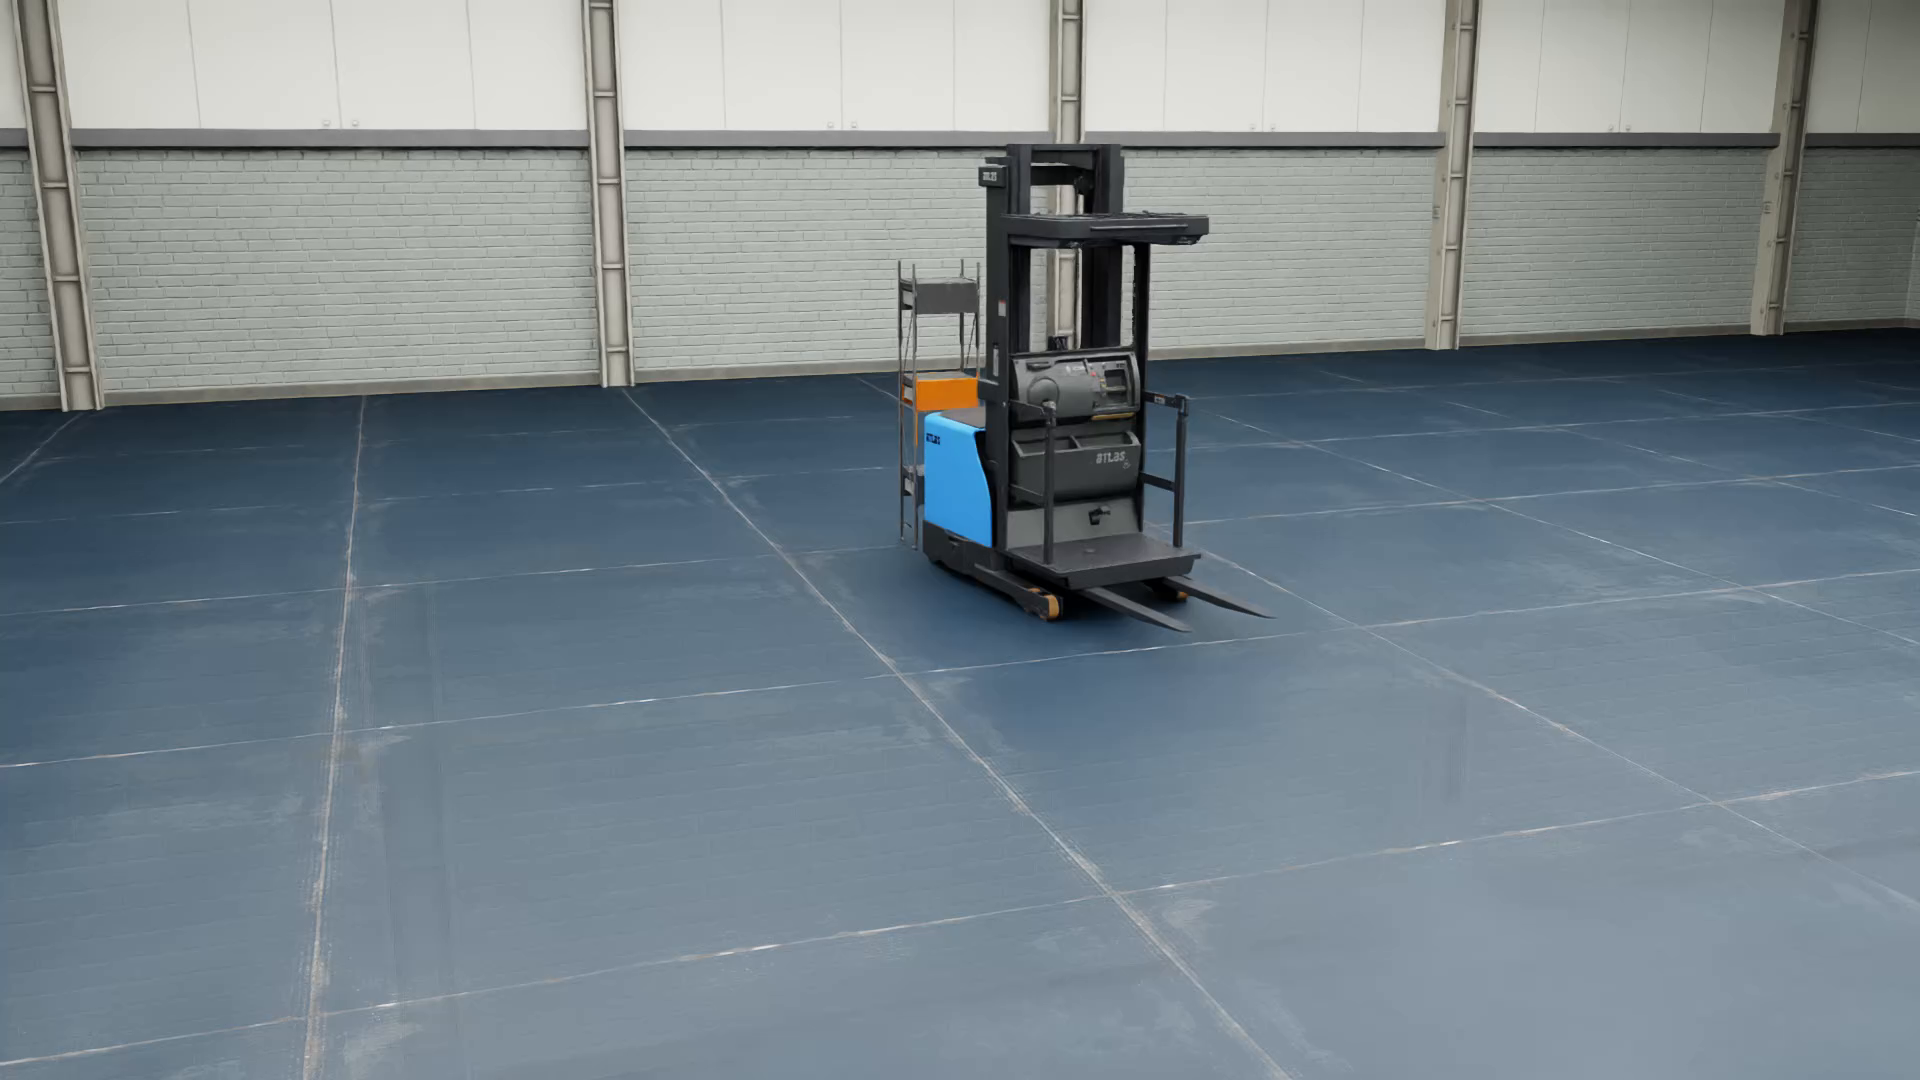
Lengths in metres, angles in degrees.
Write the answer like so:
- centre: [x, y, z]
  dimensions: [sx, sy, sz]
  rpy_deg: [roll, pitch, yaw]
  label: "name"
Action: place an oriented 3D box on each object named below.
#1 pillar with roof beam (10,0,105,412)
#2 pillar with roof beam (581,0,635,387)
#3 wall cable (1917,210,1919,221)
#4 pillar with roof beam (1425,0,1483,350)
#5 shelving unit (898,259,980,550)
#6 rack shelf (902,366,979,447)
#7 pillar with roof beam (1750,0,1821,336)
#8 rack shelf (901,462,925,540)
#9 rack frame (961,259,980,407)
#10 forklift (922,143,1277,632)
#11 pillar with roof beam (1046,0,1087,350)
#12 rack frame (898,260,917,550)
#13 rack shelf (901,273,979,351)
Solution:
- centre: [-8.595, -4.928, 13.913]
  dimensions: [0.400, 9.000, 9.100]
  rpy_deg: [-4, 14, -18]
  label: "pillar with roof beam"
- centre: [-2.908, -5.370, 15.774]
  dimensions: [0.400, 9.000, 9.100]
  rpy_deg: [-4, 14, -18]
  label: "pillar with roof beam"
- centre: [15.993, -6.060, 25.383]
  dimensions: [0.112, 2.526, 3.097]
  rpy_deg: [-4, 14, -18]
  label: "wall cable"
- centre: [8.465, -6.256, 19.498]
  dimensions: [0.400, 9.000, 9.100]
  rpy_deg: [-4, 14, -18]
  label: "pillar with roof beam"
- centre: [-0.157, -1.009, 12.348]
  dimensions: [0.503, 2.100, 0.431]
  rpy_deg: [-4, 14, -18]
  label: "shelving unit"
- centre: [-0.157, -0.996, 12.352]
  dimensions: [0.480, 0.518, 0.431]
  rpy_deg: [-4, 14, -18]
  label: "rack shelf"
- centre: [14.152, -6.699, 21.360]
  dimensions: [0.400, 9.000, 9.100]
  rpy_deg: [-4, 14, -18]
  label: "pillar with roof beam"
- centre: [-0.157, -0.315, 12.514]
  dimensions: [0.480, 0.518, 0.431]
  rpy_deg: [-4, 14, -18]
  label: "rack shelf"
- centre: [0.074, -1.027, 12.424]
  dimensions: [0.015, 2.100, 0.400]
  rpy_deg: [-4, 14, -18]
  label: "rack frame"
- centre: [0.866, -1.033, 10.652]
  dimensions: [1.130, 2.935, 3.031]
  rpy_deg: [-7, 15, -27]
  label: "forklift"
- centre: [2.779, -5.813, 17.636]
  dimensions: [0.400, 9.000, 9.100]
  rpy_deg: [-4, 14, -18]
  label: "pillar with roof beam"
- centre: [-0.388, -0.991, 12.273]
  dimensions: [0.015, 2.100, 0.400]
  rpy_deg: [-4, 14, -18]
  label: "rack frame"
- centre: [-0.157, -1.677, 12.190]
  dimensions: [0.480, 0.518, 0.431]
  rpy_deg: [-4, 14, -18]
  label: "rack shelf"
